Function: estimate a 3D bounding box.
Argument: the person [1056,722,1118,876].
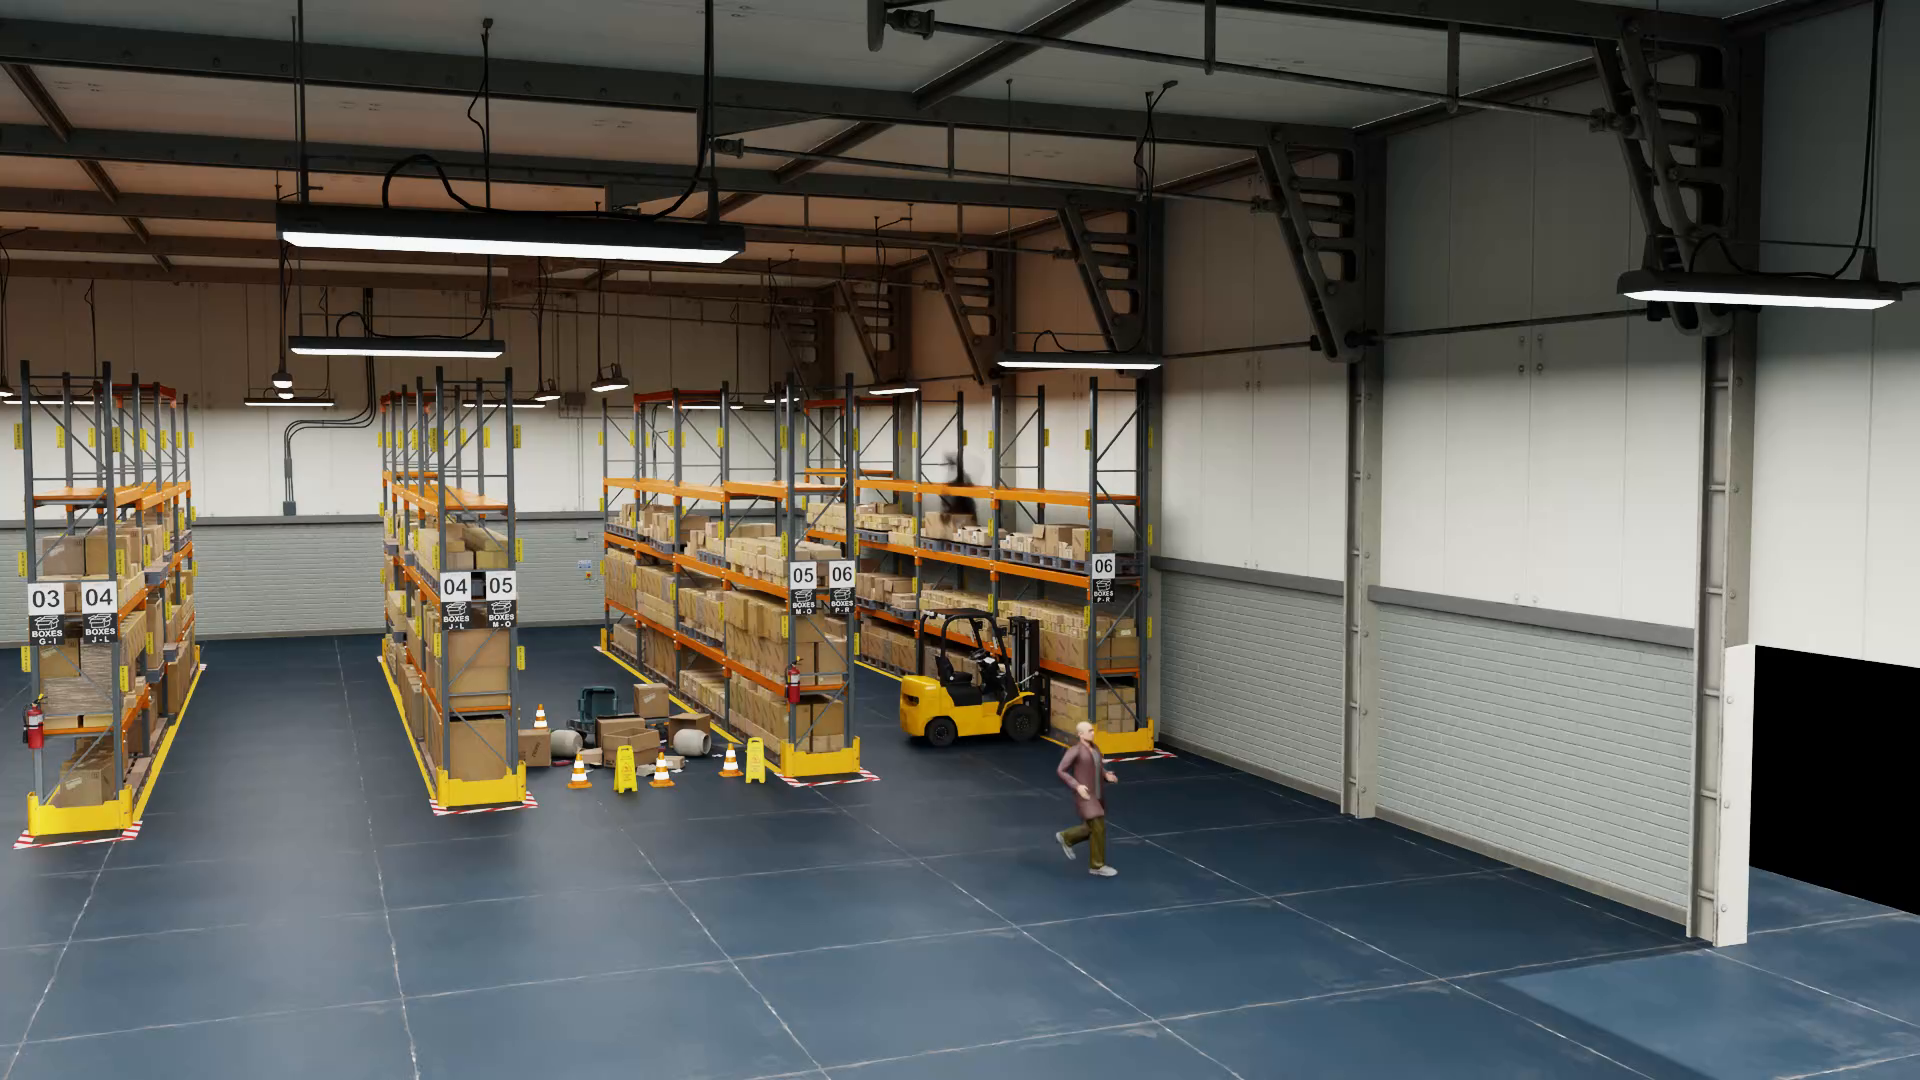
[{"bbox_3d":[1.447,2.972,19.223,0.897,1.745,0.720,3,4,37],"label":"person"}]
